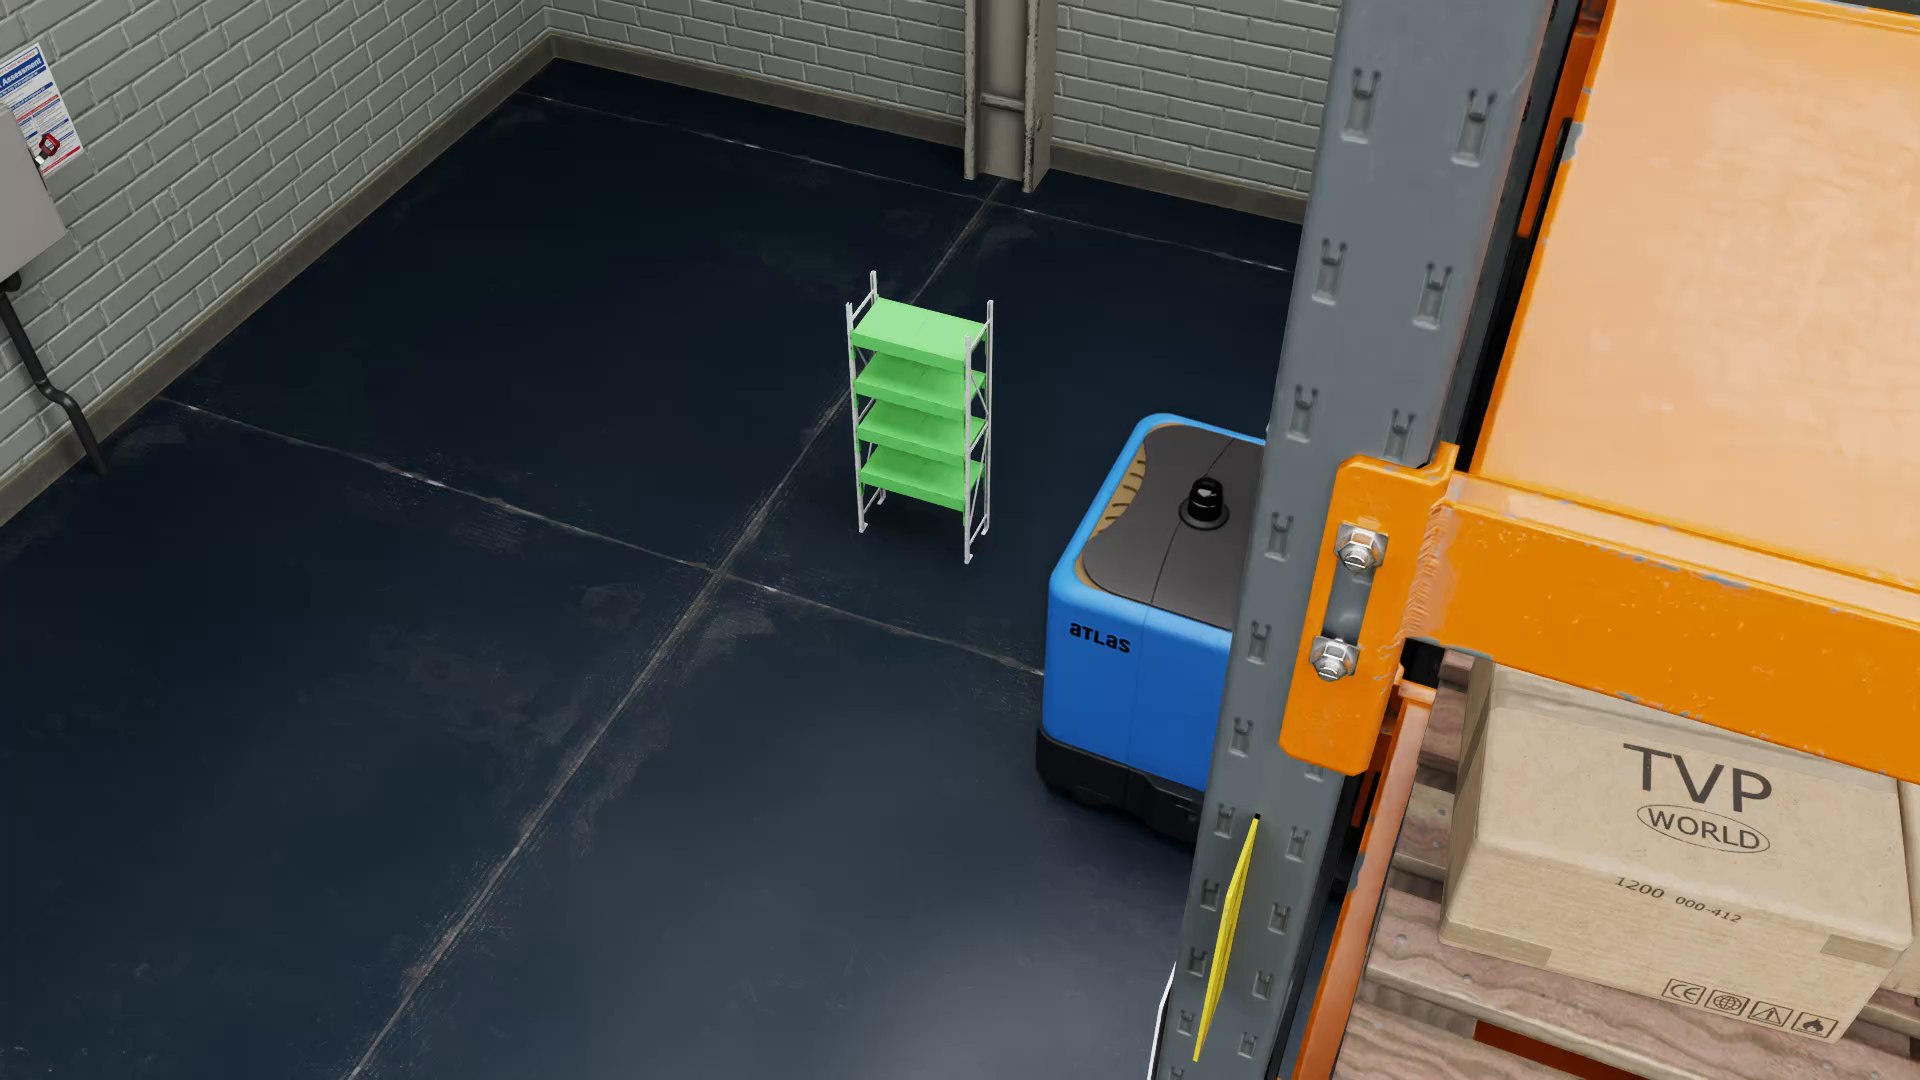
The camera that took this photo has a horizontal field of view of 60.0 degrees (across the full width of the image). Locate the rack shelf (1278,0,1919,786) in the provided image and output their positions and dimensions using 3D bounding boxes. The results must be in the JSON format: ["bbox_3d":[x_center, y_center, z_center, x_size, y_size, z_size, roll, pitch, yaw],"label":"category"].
[{"bbox_3d":[2.341,0.278,1.223,4.000,0.370,1.077,16,47,16],"label":"rack shelf"}]

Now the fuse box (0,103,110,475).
[{"bbox_3d":[-3.775,-0.922,6.803,0.414,1.711,0.539,16,47,16],"label":"fuse box"}]

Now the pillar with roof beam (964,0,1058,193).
[{"bbox_3d":[-1.396,-2.411,3.132,0.400,9.000,9.100,16,47,16],"label":"pillar with roof beam"}]

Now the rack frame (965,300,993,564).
[{"bbox_3d":[0.072,-0.404,6.644,0.015,1.200,0.240,16,47,16],"label":"rack frame"}]

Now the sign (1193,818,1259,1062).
[{"bbox_3d":[0.276,0.423,1.735,0.005,0.325,0.100,16,47,16],"label":"sign"}]

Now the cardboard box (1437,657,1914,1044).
[{"bbox_3d":[0.945,0.334,2.238,0.500,0.250,0.500,12,46,12],"label":"cardboard box"}]

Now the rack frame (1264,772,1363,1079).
[{"bbox_3d":[0.495,1.465,3.490,0.127,3.000,1.000,16,47,16],"label":"rack frame"}]

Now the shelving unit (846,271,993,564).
[{"bbox_3d":[-0.153,-0.470,6.711,0.503,1.200,0.258,16,47,16],"label":"shelving unit"}]

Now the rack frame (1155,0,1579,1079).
[{"bbox_3d":[0.495,-0.662,1.374,0.127,3.000,1.000,16,47,16],"label":"rack frame"}]

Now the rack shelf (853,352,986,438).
[{"bbox_3d":[-0.153,-0.595,6.587,0.480,0.148,0.258,16,47,16],"label":"rack shelf"}]

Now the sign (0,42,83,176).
[{"bbox_3d":[-3.776,-1.723,6.762,0.001,0.494,0.329,16,47,16],"label":"sign"}]

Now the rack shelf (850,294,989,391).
[{"bbox_3d":[-0.153,-0.765,6.417,0.480,0.148,0.258,16,47,16],"label":"rack shelf"}]

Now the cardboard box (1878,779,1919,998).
[{"bbox_3d":[1.363,0.431,2.212,0.250,0.149,0.380,13,46,13],"label":"cardboard box"}]

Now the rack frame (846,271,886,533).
[{"bbox_3d":[-0.378,-0.537,6.777,0.015,1.200,0.240,16,47,16],"label":"rack frame"}]

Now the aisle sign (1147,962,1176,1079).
[{"bbox_3d":[0.317,0.712,2.403,0.004,0.787,0.394,16,47,16],"label":"aisle sign"}]

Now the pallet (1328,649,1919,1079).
[{"bbox_3d":[1.184,0.627,2.268,1.213,0.211,1.003,16,47,16],"label":"pallet"}]

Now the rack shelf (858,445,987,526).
[{"bbox_3d":[-0.153,-0.255,6.925,0.480,0.148,0.258,16,47,16],"label":"rack shelf"}]

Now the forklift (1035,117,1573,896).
[{"bbox_3d":[1.841,-0.023,5.034,3.031,2.935,1.130,18,47,17],"label":"forklift"}]

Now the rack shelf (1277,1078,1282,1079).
[{"bbox_3d":[2.341,2.263,3.198,4.000,0.370,1.077,16,47,16],"label":"rack shelf"}]

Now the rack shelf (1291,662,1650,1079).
[{"bbox_3d":[2.341,1.199,2.140,4.000,0.370,1.077,16,47,16],"label":"rack shelf"}]

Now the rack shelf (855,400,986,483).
[{"bbox_3d":[-0.153,-0.425,6.756,0.480,0.148,0.258,16,47,16],"label":"rack shelf"}]
